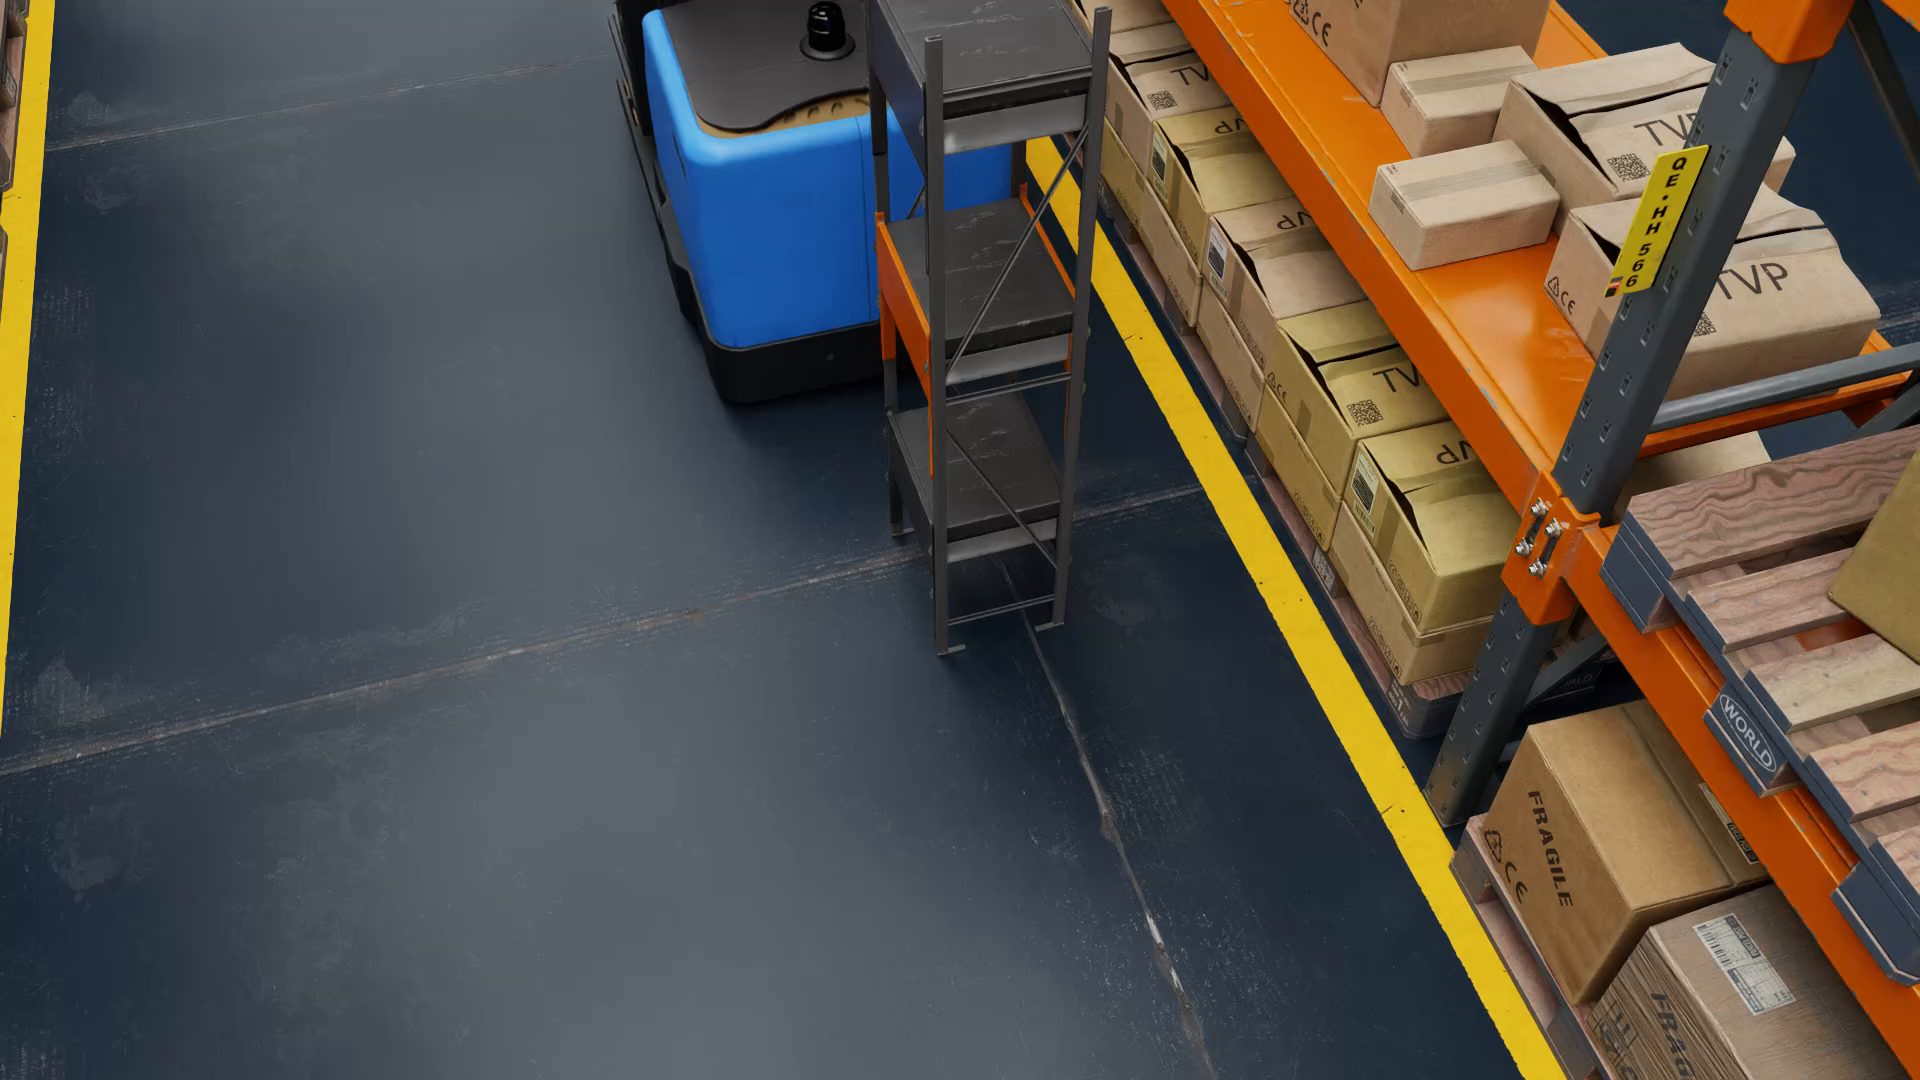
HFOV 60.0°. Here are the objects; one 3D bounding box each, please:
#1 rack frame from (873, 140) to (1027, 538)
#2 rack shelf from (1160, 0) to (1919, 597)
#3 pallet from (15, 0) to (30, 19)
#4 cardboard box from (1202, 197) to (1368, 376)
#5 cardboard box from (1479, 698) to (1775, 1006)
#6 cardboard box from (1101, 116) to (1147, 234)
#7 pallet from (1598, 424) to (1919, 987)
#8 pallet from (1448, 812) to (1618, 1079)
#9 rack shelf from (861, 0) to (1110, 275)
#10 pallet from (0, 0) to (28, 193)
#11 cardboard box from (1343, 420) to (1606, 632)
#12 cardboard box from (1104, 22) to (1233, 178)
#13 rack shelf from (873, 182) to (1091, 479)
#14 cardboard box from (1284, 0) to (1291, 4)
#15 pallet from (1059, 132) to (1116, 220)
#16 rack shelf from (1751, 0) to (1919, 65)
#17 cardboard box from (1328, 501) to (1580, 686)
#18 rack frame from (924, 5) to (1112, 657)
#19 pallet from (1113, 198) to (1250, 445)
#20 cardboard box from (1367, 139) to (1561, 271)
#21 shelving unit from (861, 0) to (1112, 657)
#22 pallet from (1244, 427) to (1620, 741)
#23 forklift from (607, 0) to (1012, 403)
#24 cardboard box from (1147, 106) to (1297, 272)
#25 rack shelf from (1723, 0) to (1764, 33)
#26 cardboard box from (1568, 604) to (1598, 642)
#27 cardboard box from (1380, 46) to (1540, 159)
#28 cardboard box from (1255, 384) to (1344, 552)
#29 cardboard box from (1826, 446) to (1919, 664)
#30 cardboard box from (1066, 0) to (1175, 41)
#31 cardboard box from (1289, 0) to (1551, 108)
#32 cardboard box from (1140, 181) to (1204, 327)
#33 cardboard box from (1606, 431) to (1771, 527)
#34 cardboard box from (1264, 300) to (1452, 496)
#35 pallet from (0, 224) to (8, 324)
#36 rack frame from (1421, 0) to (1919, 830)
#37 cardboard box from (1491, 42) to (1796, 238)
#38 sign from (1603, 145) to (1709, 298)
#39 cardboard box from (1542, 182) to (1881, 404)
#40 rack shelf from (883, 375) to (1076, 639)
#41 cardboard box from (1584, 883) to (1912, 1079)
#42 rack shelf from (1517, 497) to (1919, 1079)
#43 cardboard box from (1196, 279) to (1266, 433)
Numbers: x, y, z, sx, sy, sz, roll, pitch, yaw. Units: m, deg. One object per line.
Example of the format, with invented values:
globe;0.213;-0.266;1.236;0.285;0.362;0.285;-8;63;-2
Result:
rack frame;-0.023;-0.734;4.496;0.400;2.100;0.015;-13;51;-11
rack shelf;1.196;-1.556;5.070;1.077;0.370;4.000;-13;51;-11
pallet;-4.652;-2.625;7.325;1.003;0.211;1.213;-13;51;-11
cardboard box;1.090;-0.831;5.146;0.500;0.311;0.500;-14;51;-11
cardboard box;1.649;0.734;4.016;0.500;0.500;0.500;-11;51;-9
cardboard box;0.792;-1.395;5.988;0.500;0.250;0.500;-15;51;-12
pallet;2.055;0.214;3.233;1.213;0.211;1.003;-13;51;-11
pallet;1.972;1.126;4.163;1.003;0.211;1.213;-13;51;-11
rack shelf;0.049;-0.998;3.821;0.431;0.518;0.480;-13;51;-11
pallet;-4.288;-1.732;6.572;1.003;0.211;1.213;-13;51;-11
cardboard box;1.397;-0.083;4.515;0.500;0.311;0.500;-12;51;-10
cardboard box;0.786;-1.575;5.773;0.500;0.311;0.500;-15;51;-12
rack shelf;0.049;-0.547;4.356;0.431;0.518;0.480;-13;51;-11
cardboard box;1.120;-1.965;4.879;0.500;0.500;0.500;-13;51;-11
pallet;0.859;-1.820;6.646;1.003;0.211;1.213;-13;51;-11
rack shelf;2.379;0.399;1.460;1.077;0.370;4.000;-13;51;-11
cardboard box;1.398;0.095;4.732;0.500;0.250;0.500;-12;51;-10
rack frame;0.121;-0.378;4.195;0.400;2.100;0.015;-13;51;-11
pallet;1.224;-0.928;5.894;1.003;0.211;1.213;-13;51;-11
cardboard box;1.257;-0.840;4.161;0.380;0.149;0.250;-13;51;-11
shelving unit;0.049;-0.556;4.345;0.431;2.100;0.503;-13;51;-11
pallet;1.581;-0.038;5.144;1.003;0.211;1.213;-13;51;-11
forklift;-0.730;-2.558;5.489;1.130;2.935;3.031;-13;51;-11
cardboard box;0.944;-1.197;5.454;0.500;0.311;0.500;-12;51;-10
rack shelf;1.196;-2.522;3.923;1.077;0.370;4.000;-13;51;-11
cardboard box;1.913;-0.025;4.833;0.500;0.250;0.500;-13;51;-11
cardboard box;1.356;-1.164;4.434;0.380;0.149;0.250;-10;51;-8
cardboard box;1.243;-0.281;5.048;0.500;0.250;0.500;-14;51;-11
cardboard box;2.081;-0.060;2.998;0.700;0.500;0.500;-30;56;-23
cardboard box;0.631;-1.953;6.092;0.500;0.311;0.500;-14;51;-11
cardboard box;1.275;-1.581;4.555;0.500;0.500;0.500;-16;52;-13
cardboard box;0.942;-1.024;5.675;0.500;0.250;0.500;-12;51;-10
cardboard box;1.913;-0.206;4.618;0.500;0.311;0.500;-12;51;-10
cardboard box;1.237;-0.462;4.834;0.500;0.311;0.500;-14;51;-12
pallet;-3.859;-0.667;5.675;1.003;0.211;1.213;-13;51;-11
rack frame;1.787;-0.327;3.564;1.000;3.000;0.127;-13;51;-11
cardboard box;1.708;-0.995;4.185;0.500;0.311;0.500;-14;51;-11
sign;1.258;-0.572;3.013;0.100;0.325;0.005;-13;51;-11
cardboard box;1.721;-0.574;3.830;0.500;0.311;0.500;-10;51;-9
rack shelf;0.049;-0.096;4.891;0.431;0.518;0.480;-13;51;-11
cardboard box;1.809;1.115;3.695;0.500;0.500;0.500;-15;51;-12
rack shelf;2.379;1.366;2.607;1.077;0.370;4.000;-13;51;-11
cardboard box;1.097;-0.649;5.359;0.500;0.250;0.500;-12;51;-10
